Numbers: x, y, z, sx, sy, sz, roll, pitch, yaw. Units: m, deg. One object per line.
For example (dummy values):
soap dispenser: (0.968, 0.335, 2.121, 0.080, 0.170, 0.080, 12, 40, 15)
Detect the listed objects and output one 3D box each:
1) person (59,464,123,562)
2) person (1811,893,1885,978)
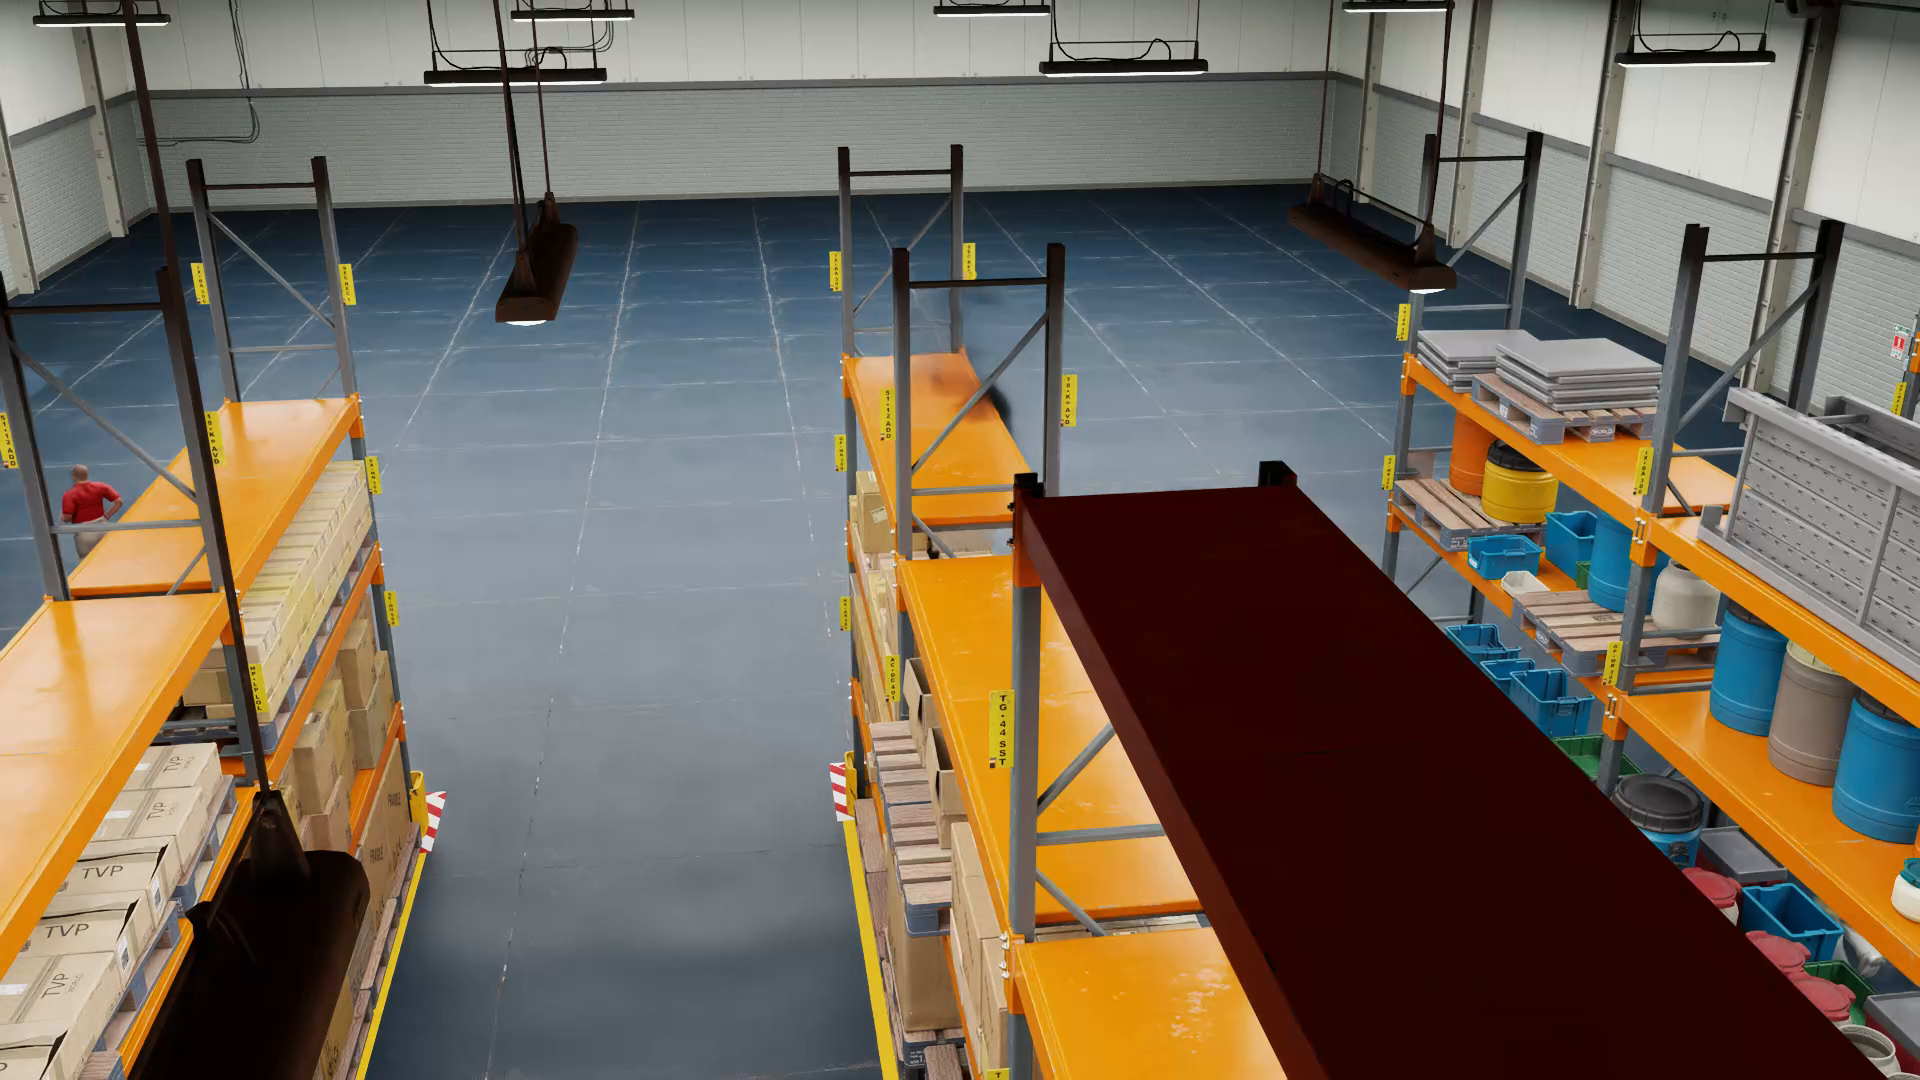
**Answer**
person: (-10.176, -0.067, 19.547, 0.843, 1.721, 0.663, 14, 26, 32)
person: (6.792, 2.600, 12.724, 0.700, 1.747, 0.673, -4, 22, -9)
